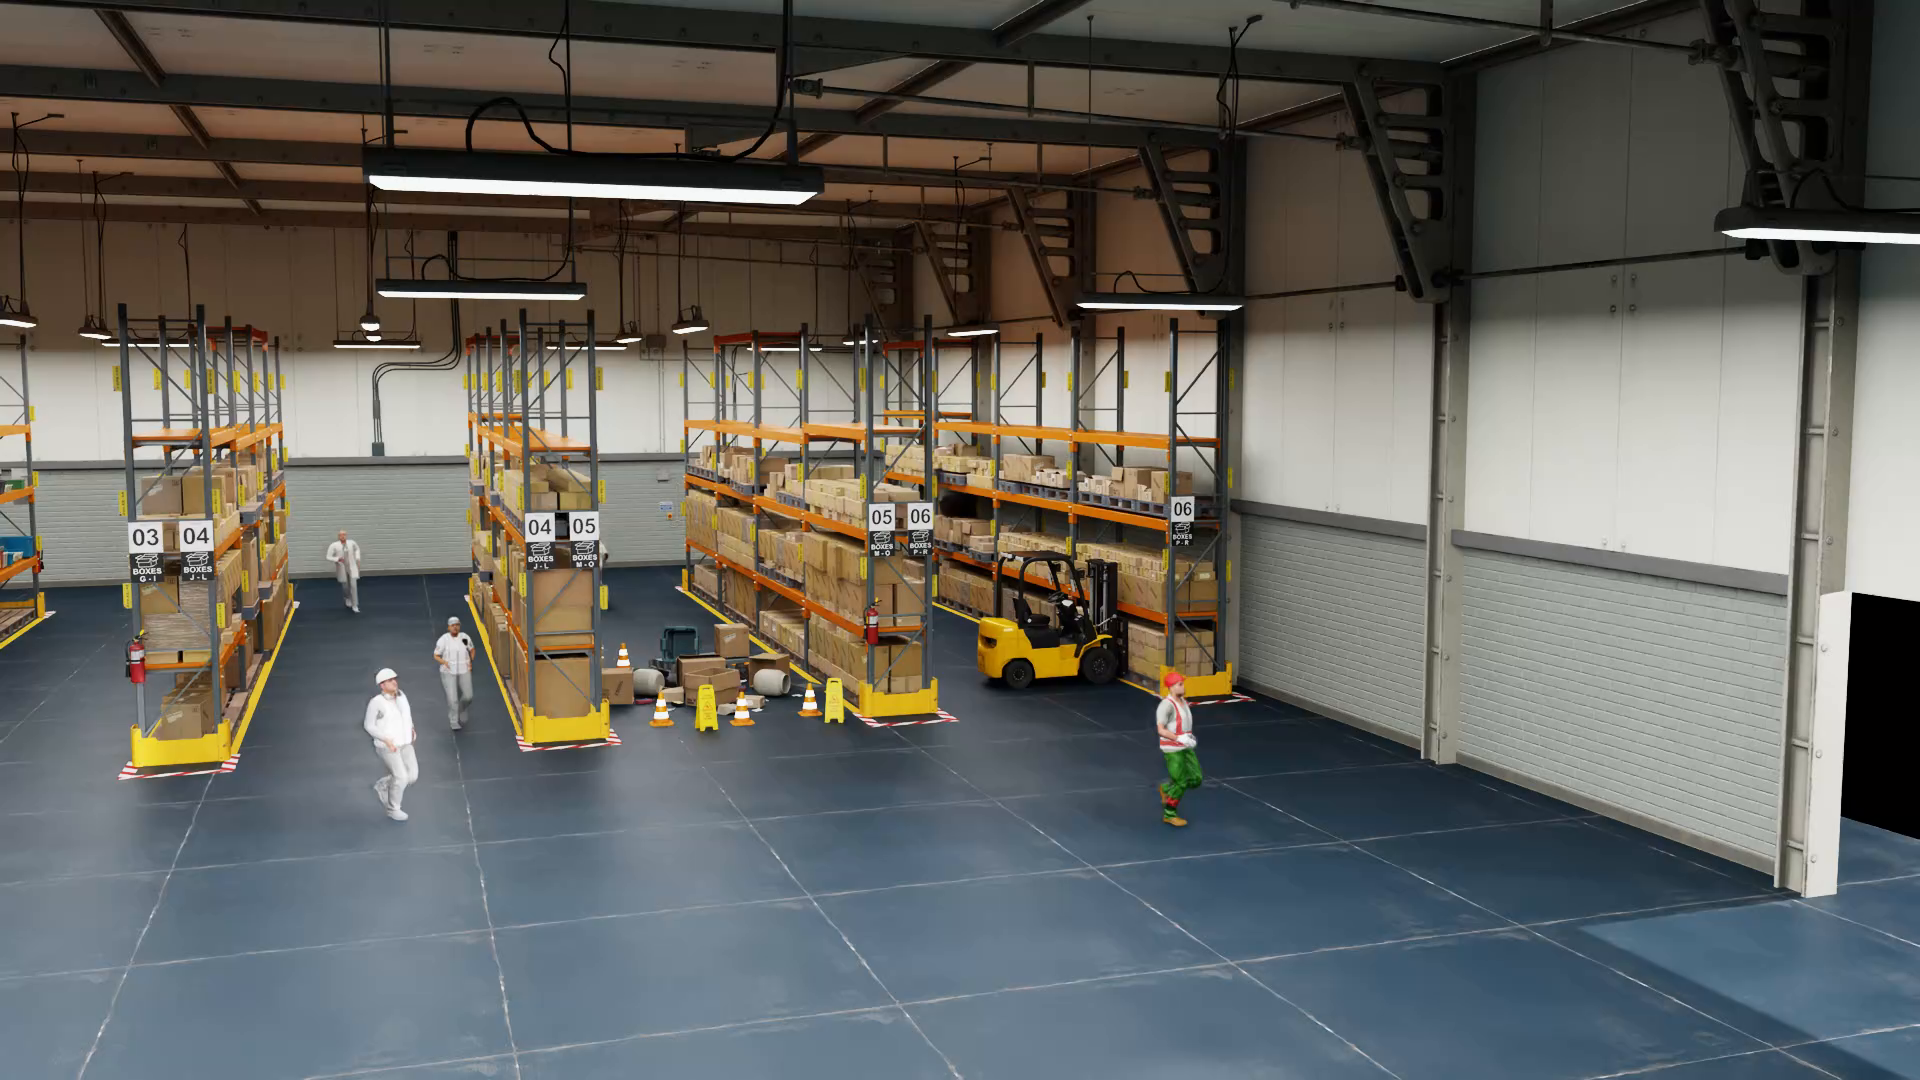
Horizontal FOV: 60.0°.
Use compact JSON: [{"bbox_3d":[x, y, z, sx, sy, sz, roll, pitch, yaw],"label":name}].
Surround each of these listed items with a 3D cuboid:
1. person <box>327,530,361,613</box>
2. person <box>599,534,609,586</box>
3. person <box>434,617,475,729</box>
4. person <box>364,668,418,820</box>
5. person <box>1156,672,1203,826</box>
[{"bbox_3d":[-13.478,0.662,36.407,0.716,1.776,1.044,-3,6,-28],"label":"person"},{"bbox_3d":[-8.301,0.606,37.715,0.574,1.649,0.503,-4,6,-33],"label":"person"},{"bbox_3d":[-7.264,1.920,23.998,0.600,1.620,0.561,-3,6,-28],"label":"person"},{"bbox_3d":[-6.553,2.335,19.139,0.544,1.740,0.661,3,6,25],"label":"person"},{"bbox_3d":[2.460,2.358,18.794,0.594,1.742,0.655,4,7,35],"label":"person"}]
